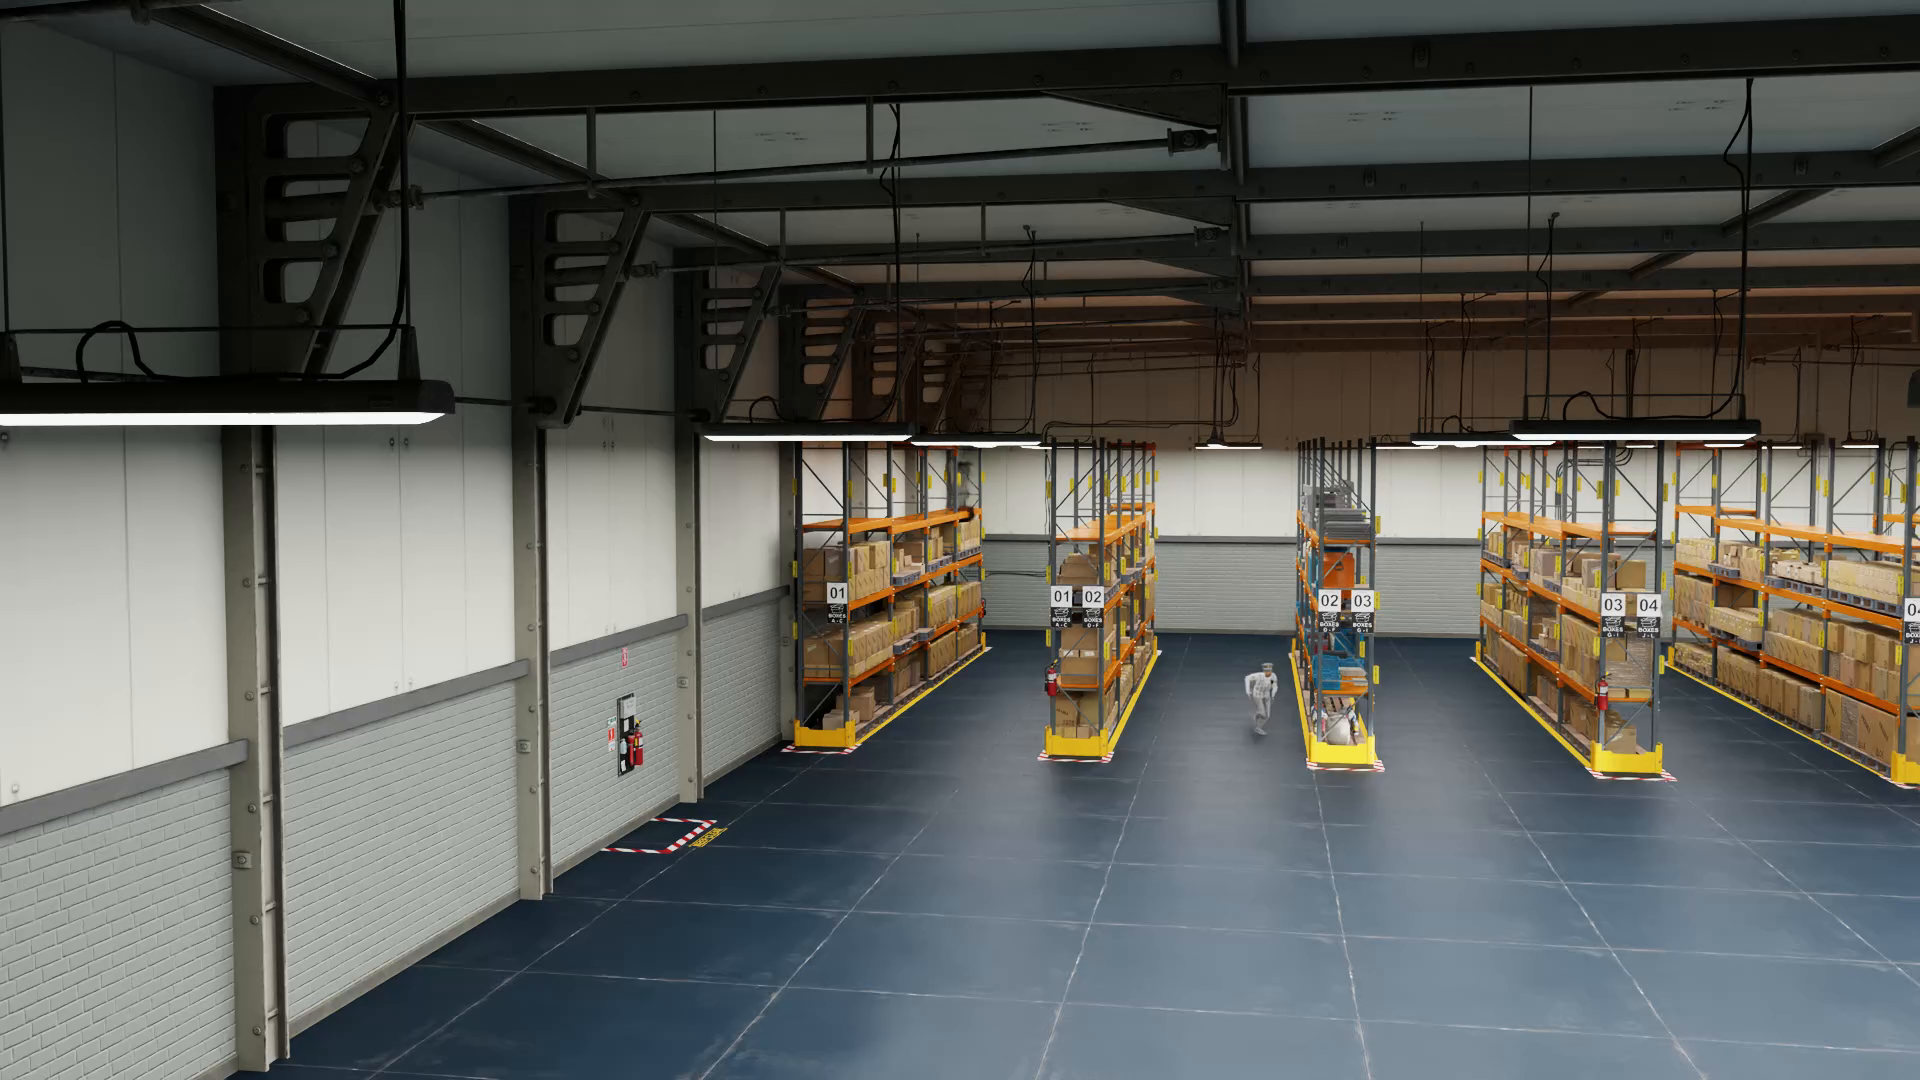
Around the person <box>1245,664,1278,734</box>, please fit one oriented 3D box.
[{"bbox_3d":[6.086,3.210,33.563,0.641,1.490,0.749,-1,3,-10],"label":"person"}]
